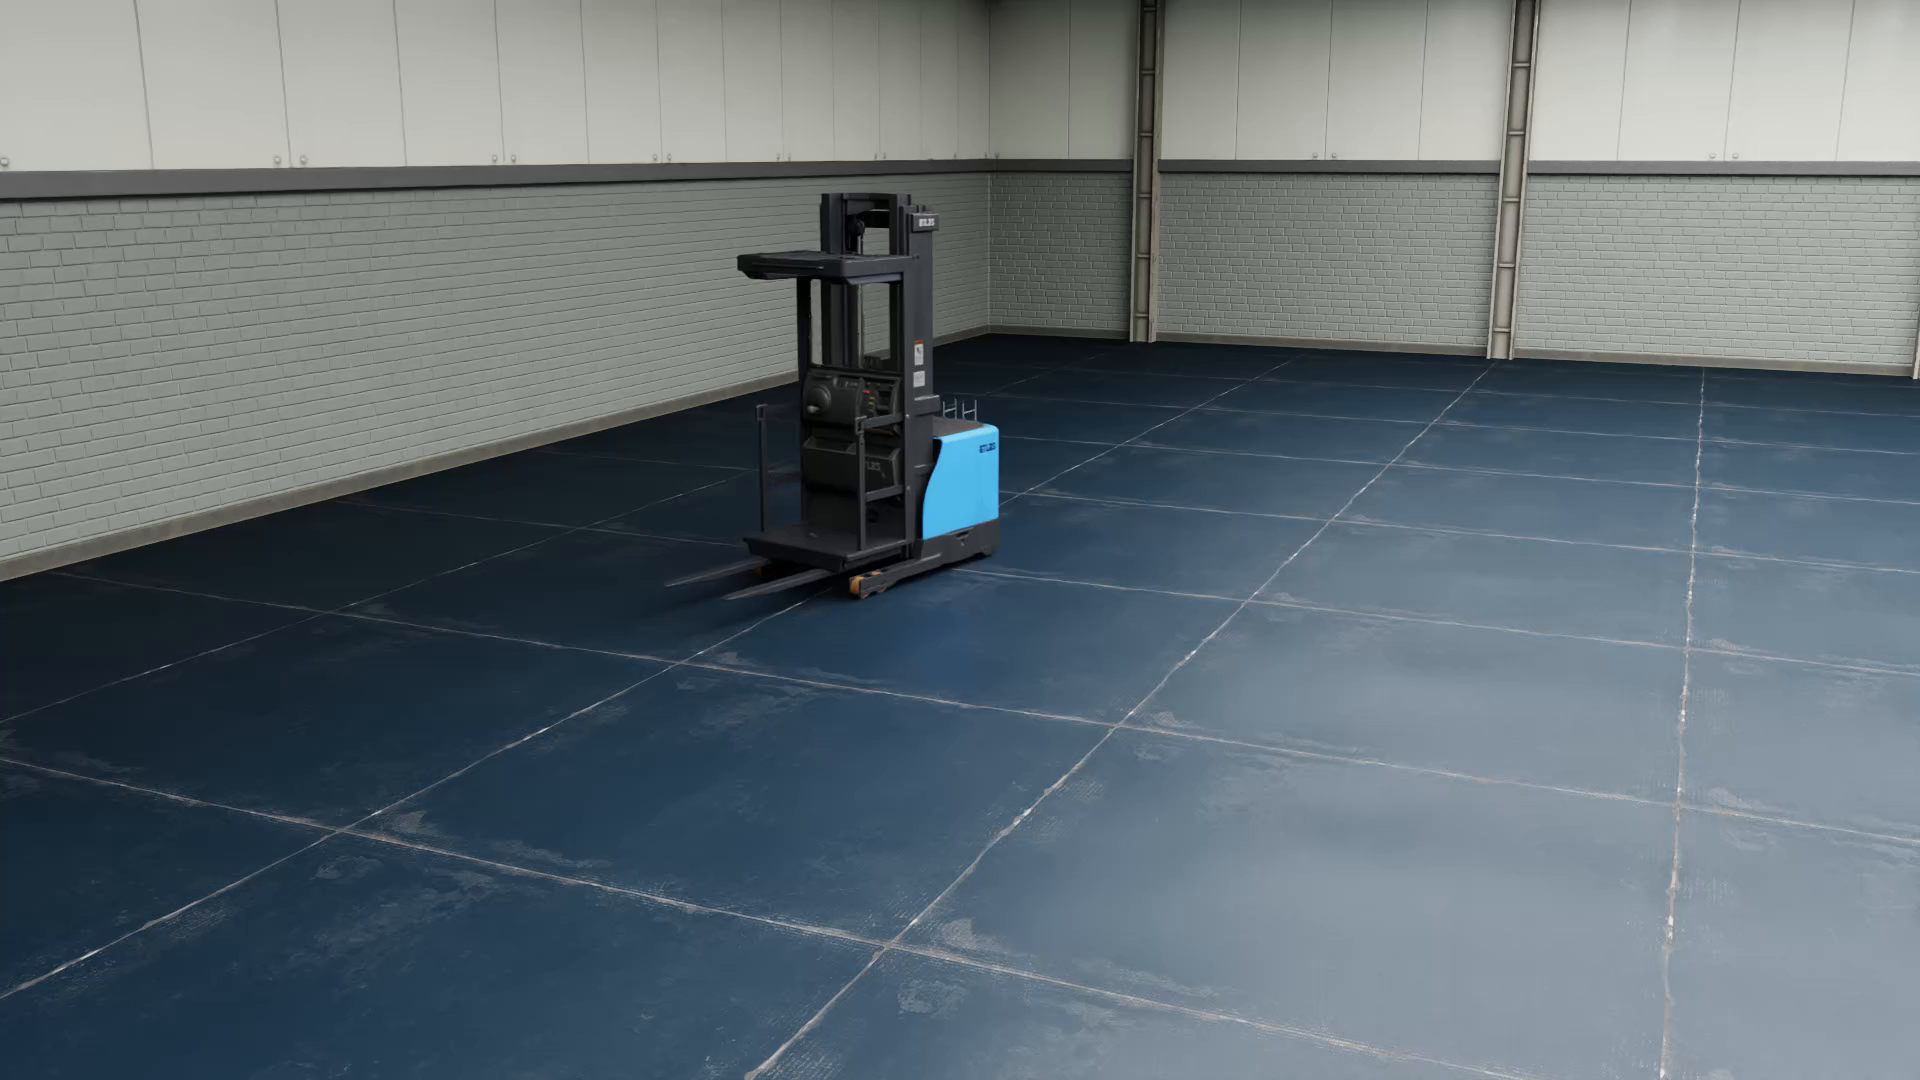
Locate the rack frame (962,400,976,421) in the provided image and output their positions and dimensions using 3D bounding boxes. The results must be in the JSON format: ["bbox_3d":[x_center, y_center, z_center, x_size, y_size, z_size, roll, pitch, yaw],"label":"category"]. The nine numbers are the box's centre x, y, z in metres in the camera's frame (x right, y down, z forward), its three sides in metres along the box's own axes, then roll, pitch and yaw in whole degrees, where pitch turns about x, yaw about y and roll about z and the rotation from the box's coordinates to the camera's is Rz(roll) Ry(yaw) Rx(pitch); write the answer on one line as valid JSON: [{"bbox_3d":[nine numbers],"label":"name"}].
[{"bbox_3d":[0.077,-0.579,14.094,0.006,1.200,0.240,7,15,27],"label":"rack frame"}]

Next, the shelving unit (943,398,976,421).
[{"bbox_3d":[-0.004,-0.589,14.136,0.189,1.200,0.258,7,15,27],"label":"shelving unit"}]

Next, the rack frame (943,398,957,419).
[{"bbox_3d":[-0.084,-0.599,14.178,0.006,1.200,0.240,7,15,27],"label":"rack frame"}]

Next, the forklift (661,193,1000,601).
[{"bbox_3d":[-0.964,-1.117,12.599,1.130,2.935,3.031,10,16,36],"label":"forklift"}]

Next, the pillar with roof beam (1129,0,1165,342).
[{"bbox_3d":[1.456,-6.964,24.235,0.400,9.000,9.100,6,14,23],"label":"pillar with roof beam"}]

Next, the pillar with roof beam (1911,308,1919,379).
[{"bbox_3d":[12.427,-5.854,19.503,0.400,9.000,9.100,6,14,23],"label":"pillar with roof beam"}]

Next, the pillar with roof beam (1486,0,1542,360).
[{"bbox_3d":[6.942,-6.409,21.869,0.400,9.000,9.100,6,14,23],"label":"pillar with roof beam"}]
